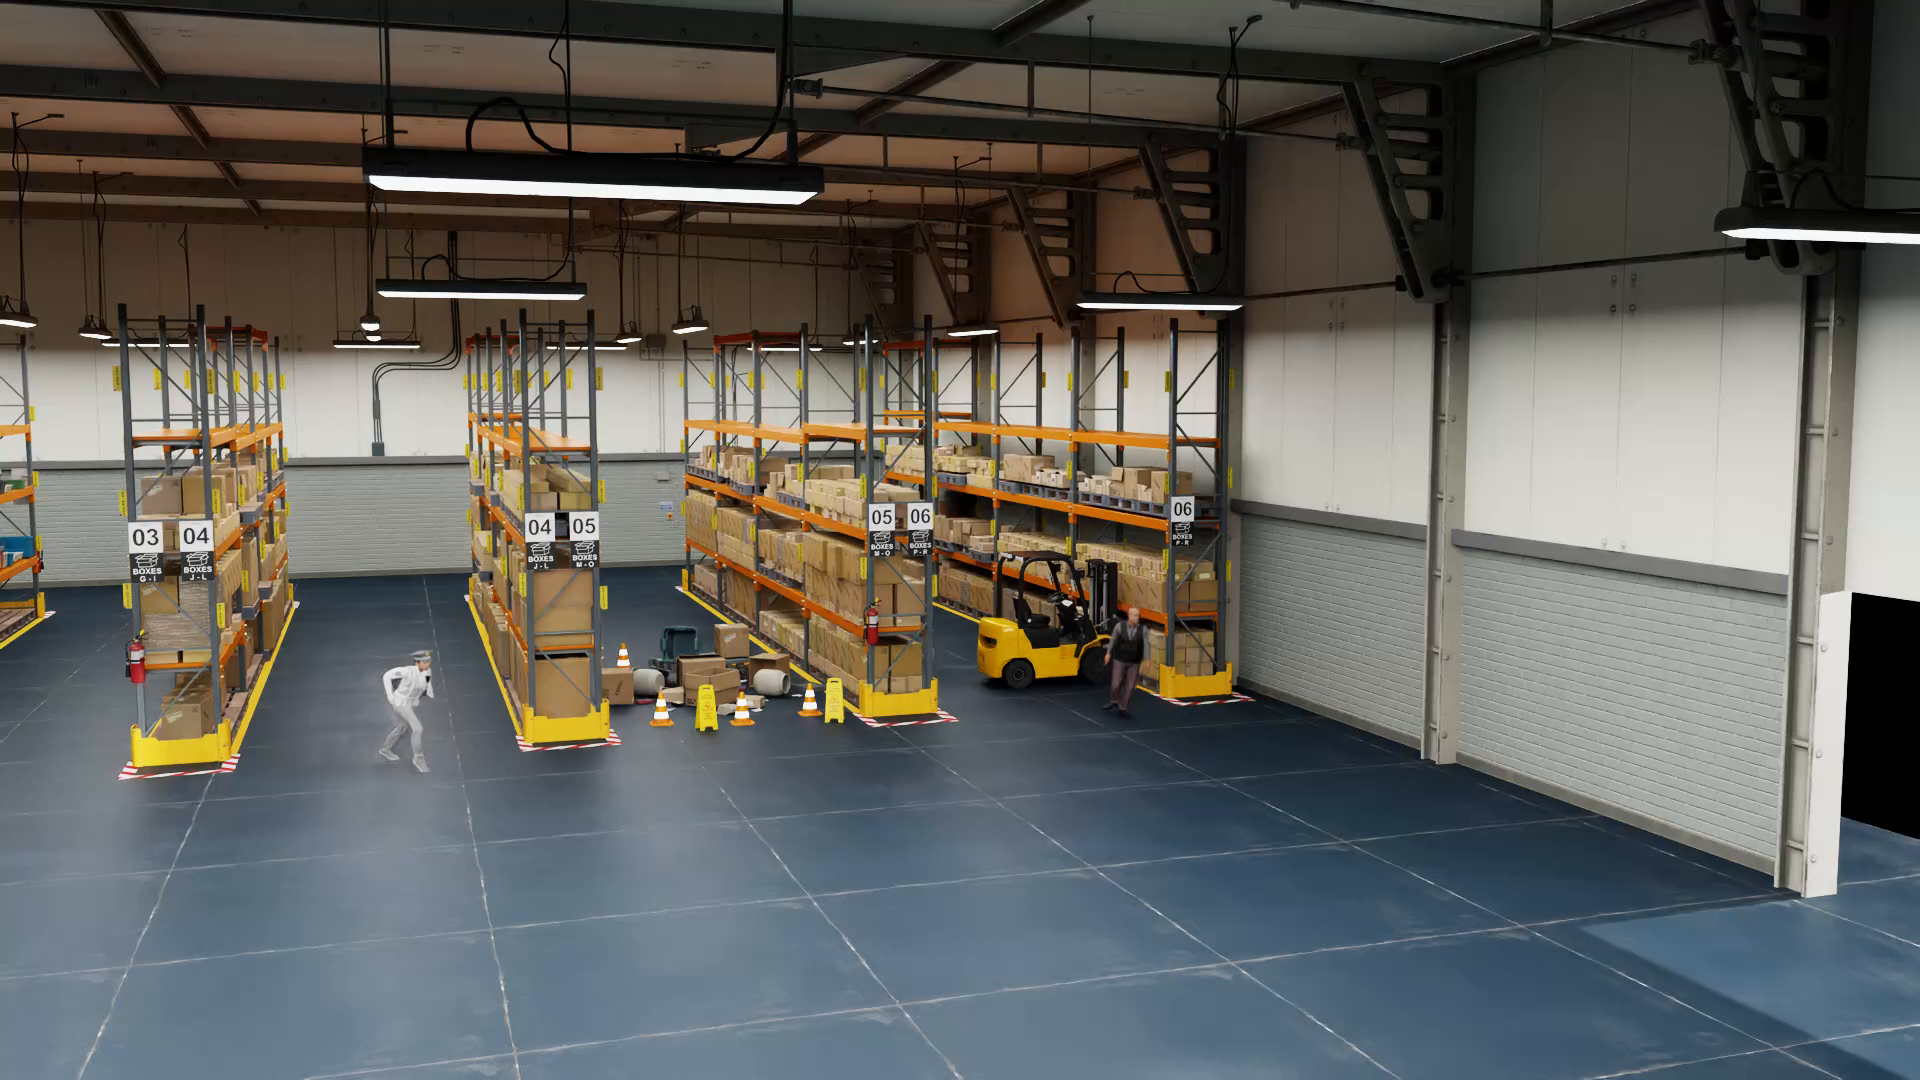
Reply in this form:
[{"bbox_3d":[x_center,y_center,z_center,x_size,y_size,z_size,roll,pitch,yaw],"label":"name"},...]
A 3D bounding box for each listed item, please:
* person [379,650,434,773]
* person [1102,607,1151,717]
[{"bbox_3d":[-7.201,2.208,21.504,0.943,1.623,0.644,3,6,28],"label":"person"},{"bbox_3d":[2.492,1.817,24.849,0.692,1.682,0.552,0,5,-3],"label":"person"}]
